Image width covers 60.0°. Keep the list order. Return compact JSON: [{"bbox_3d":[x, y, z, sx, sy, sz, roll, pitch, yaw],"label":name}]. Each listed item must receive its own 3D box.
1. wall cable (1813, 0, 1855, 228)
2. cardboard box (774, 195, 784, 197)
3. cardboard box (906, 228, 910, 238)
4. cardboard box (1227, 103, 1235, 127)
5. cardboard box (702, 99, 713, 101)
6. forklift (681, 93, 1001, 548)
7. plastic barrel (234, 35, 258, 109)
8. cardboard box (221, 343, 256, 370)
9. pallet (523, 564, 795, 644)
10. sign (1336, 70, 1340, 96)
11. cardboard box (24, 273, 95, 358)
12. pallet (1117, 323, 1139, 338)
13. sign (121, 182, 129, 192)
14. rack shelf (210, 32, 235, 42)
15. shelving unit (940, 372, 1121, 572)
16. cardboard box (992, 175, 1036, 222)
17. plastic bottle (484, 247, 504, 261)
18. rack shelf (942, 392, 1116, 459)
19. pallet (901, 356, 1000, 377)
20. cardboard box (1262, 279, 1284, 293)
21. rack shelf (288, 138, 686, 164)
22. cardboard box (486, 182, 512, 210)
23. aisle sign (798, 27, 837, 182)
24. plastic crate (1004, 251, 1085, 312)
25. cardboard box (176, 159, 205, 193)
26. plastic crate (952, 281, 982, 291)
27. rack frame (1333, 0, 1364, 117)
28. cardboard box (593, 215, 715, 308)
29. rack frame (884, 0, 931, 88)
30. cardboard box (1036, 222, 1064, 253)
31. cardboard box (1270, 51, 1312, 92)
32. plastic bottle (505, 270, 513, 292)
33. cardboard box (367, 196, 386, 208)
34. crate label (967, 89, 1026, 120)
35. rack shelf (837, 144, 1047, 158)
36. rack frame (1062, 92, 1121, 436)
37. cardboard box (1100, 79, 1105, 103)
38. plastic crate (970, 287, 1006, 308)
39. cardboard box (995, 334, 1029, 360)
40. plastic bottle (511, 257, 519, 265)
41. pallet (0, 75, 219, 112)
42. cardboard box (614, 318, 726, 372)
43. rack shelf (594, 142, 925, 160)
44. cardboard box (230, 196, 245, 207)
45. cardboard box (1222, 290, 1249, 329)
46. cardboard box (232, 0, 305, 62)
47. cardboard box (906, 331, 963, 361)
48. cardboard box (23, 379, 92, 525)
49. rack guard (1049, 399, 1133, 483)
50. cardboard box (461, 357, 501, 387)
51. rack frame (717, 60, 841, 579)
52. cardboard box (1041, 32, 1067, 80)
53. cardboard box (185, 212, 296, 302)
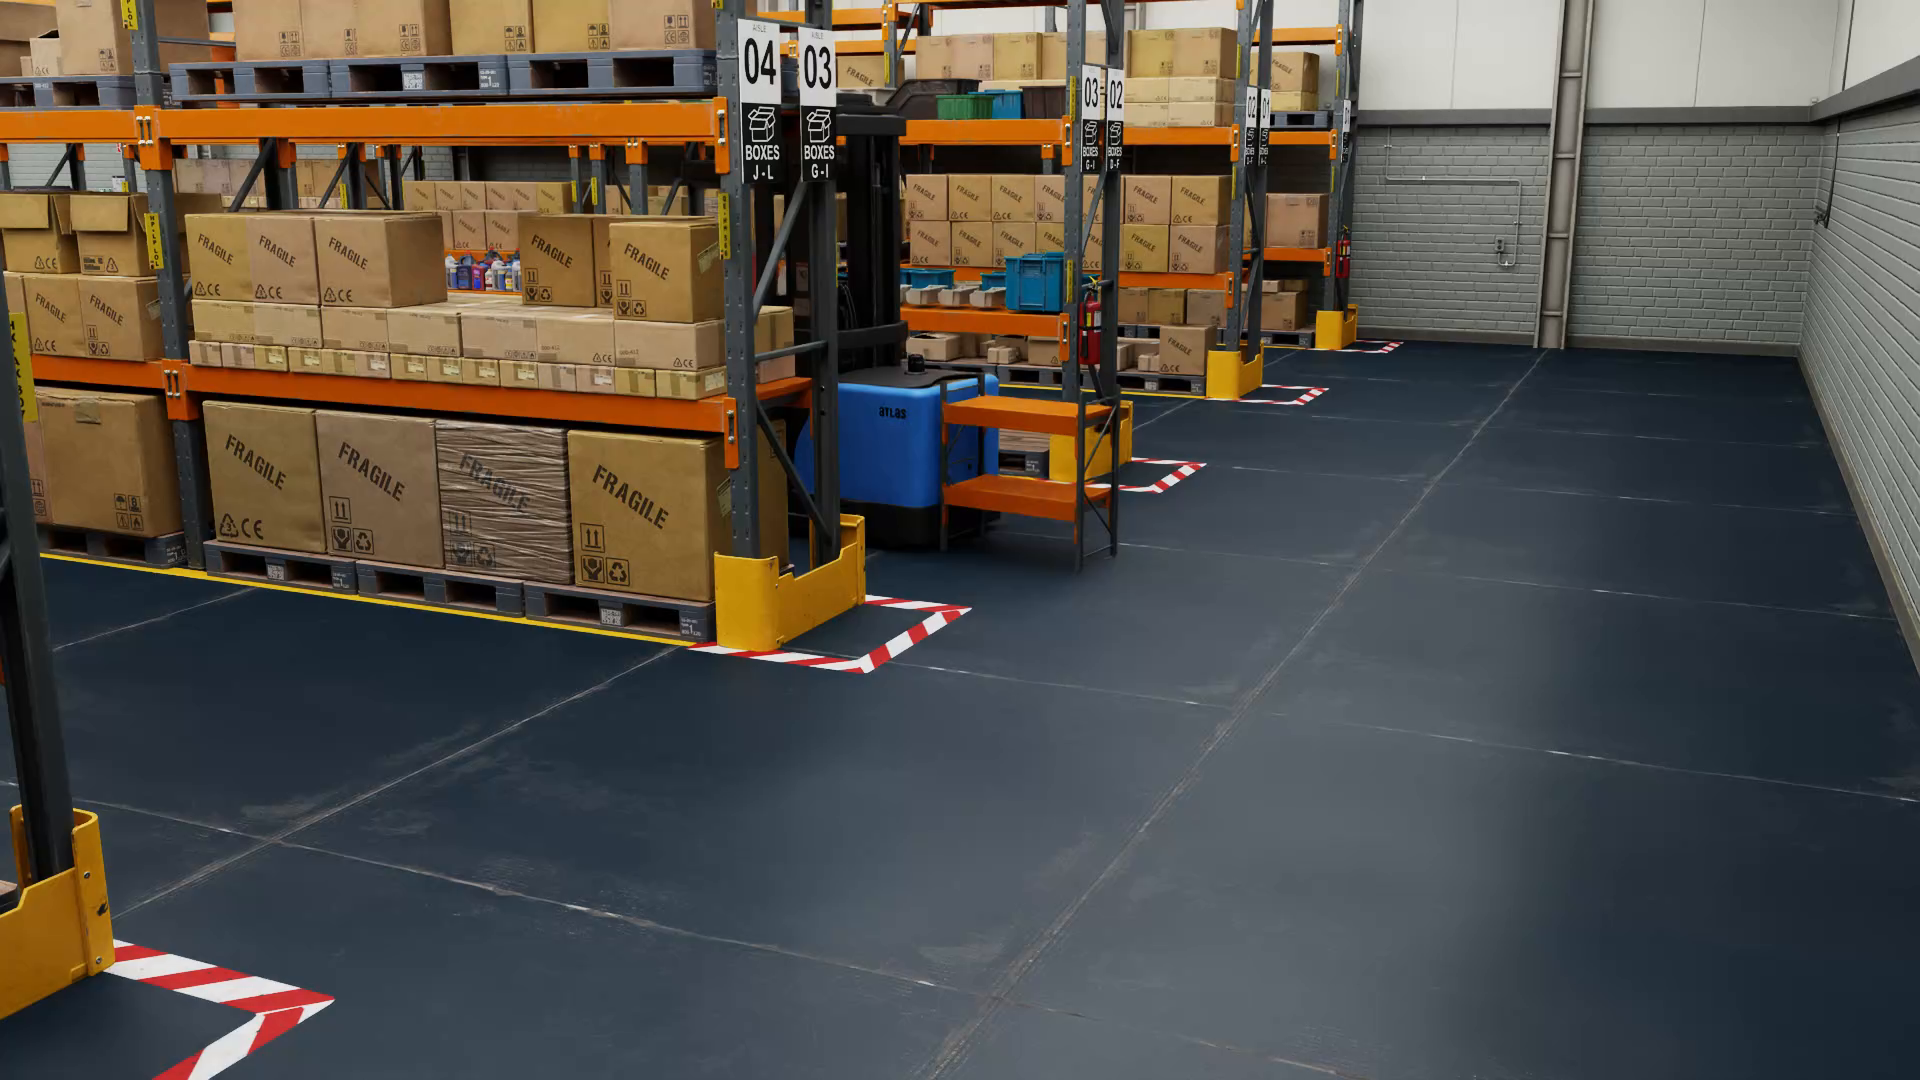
[{"bbox_3d":[10.099,-4.920,19.322,0.112,2.526,3.097,6,14,23],"label":"wall cable"},{"bbox_3d":[-2.676,-5.154,25.470,0.500,0.500,0.700,4,14,17],"label":"cardboard box"},{"bbox_3d":[-0.628,-4.518,24.451,0.250,0.149,0.380,6,14,24],"label":"cardboard box"},{"bbox_3d":[2.703,-4.562,17.893,0.500,0.250,0.500,6,14,23],"label":"cardboard box"},{"bbox_3d":[-2.891,-5.195,20.042,0.500,0.500,0.910,6,14,23],"label":"cardboard box"},{"bbox_3d":[-1.231,-1.610,11.699,3.031,2.935,1.130,8,16,32],"label":"forklift"},{"bbox_3d":[-6.918,-4.606,16.654,0.600,0.901,0.600,0,13,0],"label":"plastic barrel"},{"bbox_3d":[-4.228,-1.132,10.063,0.250,0.149,0.380,5,14,21],"label":"cardboard box"},{"bbox_3d":[-1.709,0.295,9.538,1.213,0.211,1.003,6,14,23],"label":"pallet"},{"bbox_3d":[4.840,-5.850,21.288,0.005,0.325,0.100,6,14,23],"label":"sign"},{"bbox_3d":[-5.592,-1.458,10.682,0.500,0.500,0.500,6,15,25],"label":"cardboard box"},{"bbox_3d":[2.079,-3.035,23.727,1.213,0.211,1.003,6,14,23],"label":"pallet"},{"bbox_3d":[-11.790,-4.899,23.499,0.005,0.325,0.100,6,14,23],"label":"sign"},{"bbox_3d":[-9.731,-6.745,22.753,4.000,0.370,1.077,6,14,23],"label":"rack shelf"},{"bbox_3d":[0.444,-0.459,10.747,1.048,1.125,0.538,8,16,32],"label":"shelving unit"},{"bbox_3d":[0.671,-3.782,18.399,0.500,0.500,0.500,5,14,22],"label":"cardboard box"},{"bbox_3d":[-4.539,-2.679,16.212,0.185,0.351,0.144,6,14,23],"label":"plastic bottle"},{"bbox_3d":[0.444,-0.744,10.680,1.000,0.278,0.538,8,16,32],"label":"rack shelf"},{"bbox_3d":[0.040,-2.023,19.414,1.213,0.211,1.003,6,14,23],"label":"pallet"},{"bbox_3d":[4.201,-3.430,22.440,0.250,0.149,0.380,6,14,23],"label":"cardboard box"},{"bbox_3d":[-4.426,-3.705,15.488,4.000,0.370,1.077,6,14,23],"label":"rack shelf"},{"bbox_3d":[-7.371,-5.594,27.173,0.500,0.500,0.500,5,14,22],"label":"cardboard box"},{"bbox_3d":[-0.759,-2.327,8.915,0.004,0.787,0.394,6,14,23],"label":"aisle sign"},{"bbox_3d":[0.678,-2.078,13.337,0.499,0.435,0.616,6,14,23],"label":"plastic crate"},{"bbox_3d":[-10.606,-5.137,23.521,0.500,0.500,0.700,5,14,22],"label":"cardboard box"},{"bbox_3d":[0.087,-2.142,14.264,0.298,0.136,0.250,6,14,23],"label":"plastic crate"},{"bbox_3d":[5.072,-7.030,21.515,0.127,3.000,1.000,6,14,23],"label":"rack frame"},{"bbox_3d":[-1.733,-1.589,9.498,0.500,0.500,0.500,5,14,22],"label":"cardboard box"},{"bbox_3d":[-0.588,-6.365,18.682,0.127,3.000,1.000,6,14,23],"label":"rack frame"},{"bbox_3d":[1.159,-3.249,18.315,0.500,0.500,0.500,6,14,22],"label":"cardboard box"},{"bbox_3d":[4.293,-6.125,21.776,0.500,0.500,0.500,6,14,23],"label":"cardboard box"},{"bbox_3d":[-4.124,-2.380,15.267,0.097,0.201,0.097,0,13,0],"label":"plastic bottle"},{"bbox_3d":[-8.070,-4.614,22.715,0.250,0.149,0.380,6,14,23],"label":"cardboard box"},{"bbox_3d":[0.347,-3.581,13.708,0.502,0.251,0.408,6,14,23],"label":"crate label"},{"bbox_3d":[-0.413,-5.774,24.306,4.000,0.370,1.077,6,14,23],"label":"rack shelf"},{"bbox_3d":[1.060,-2.040,13.382,0.127,3.000,1.000,6,14,23],"label":"rack frame"},{"bbox_3d":[1.583,-4.792,17.780,0.500,0.250,0.500,6,14,23],"label":"cardboard box"},{"bbox_3d":[0.241,-1.978,13.566,0.243,0.136,0.396,6,14,23],"label":"plastic crate"},{"bbox_3d":[0.734,-2.287,19.356,0.500,0.311,0.500,6,14,23],"label":"cardboard box"},{"bbox_3d":[-4.256,-2.581,15.971,0.097,0.271,0.097,0,13,0],"label":"plastic bottle"},{"bbox_3d":[-5.462,-2.817,10.548,1.217,0.209,0.805,5,14,21],"label":"pallet"},{"bbox_3d":[-1.497,-1.067,8.912,0.500,0.250,0.500,6,14,22],"label":"cardboard box"},{"bbox_3d":[-2.416,-4.739,19.895,4.000,0.370,1.077,6,14,23],"label":"rack shelf"},{"bbox_3d":[-9.883,-4.695,23.060,0.250,0.149,0.380,6,14,24],"label":"cardboard box"},{"bbox_3d":[3.934,-3.187,22.823,0.500,0.500,0.700,6,14,23],"label":"cardboard box"},{"bbox_3d":[-3.864,-3.078,9.882,0.500,0.500,0.700,5,14,20],"label":"cardboard box"},{"bbox_3d":[-0.292,-2.265,19.266,0.500,0.311,0.500,6,14,23],"label":"cardboard box"},{"bbox_3d":[-6.014,-0.683,11.332,0.875,0.875,1.225,5,14,21],"label":"cardboard box"},{"bbox_3d":[1.087,-0.823,13.670,0.348,0.500,1.175,6,14,23],"label":"rack guard"},{"bbox_3d":[-2.577,-0.965,9.353,0.250,0.149,0.380,6,14,23],"label":"cardboard box"},{"bbox_3d":[-0.947,-1.005,8.973,0.127,3.000,1.000,6,14,23],"label":"rack frame"},{"bbox_3d":[1.250,-5.268,18.164,0.500,0.500,0.700,6,14,23],"label":"cardboard box"},{"bbox_3d":[-4.269,-1.715,10.032,0.500,0.500,0.500,6,14,23],"label":"cardboard box"}]
